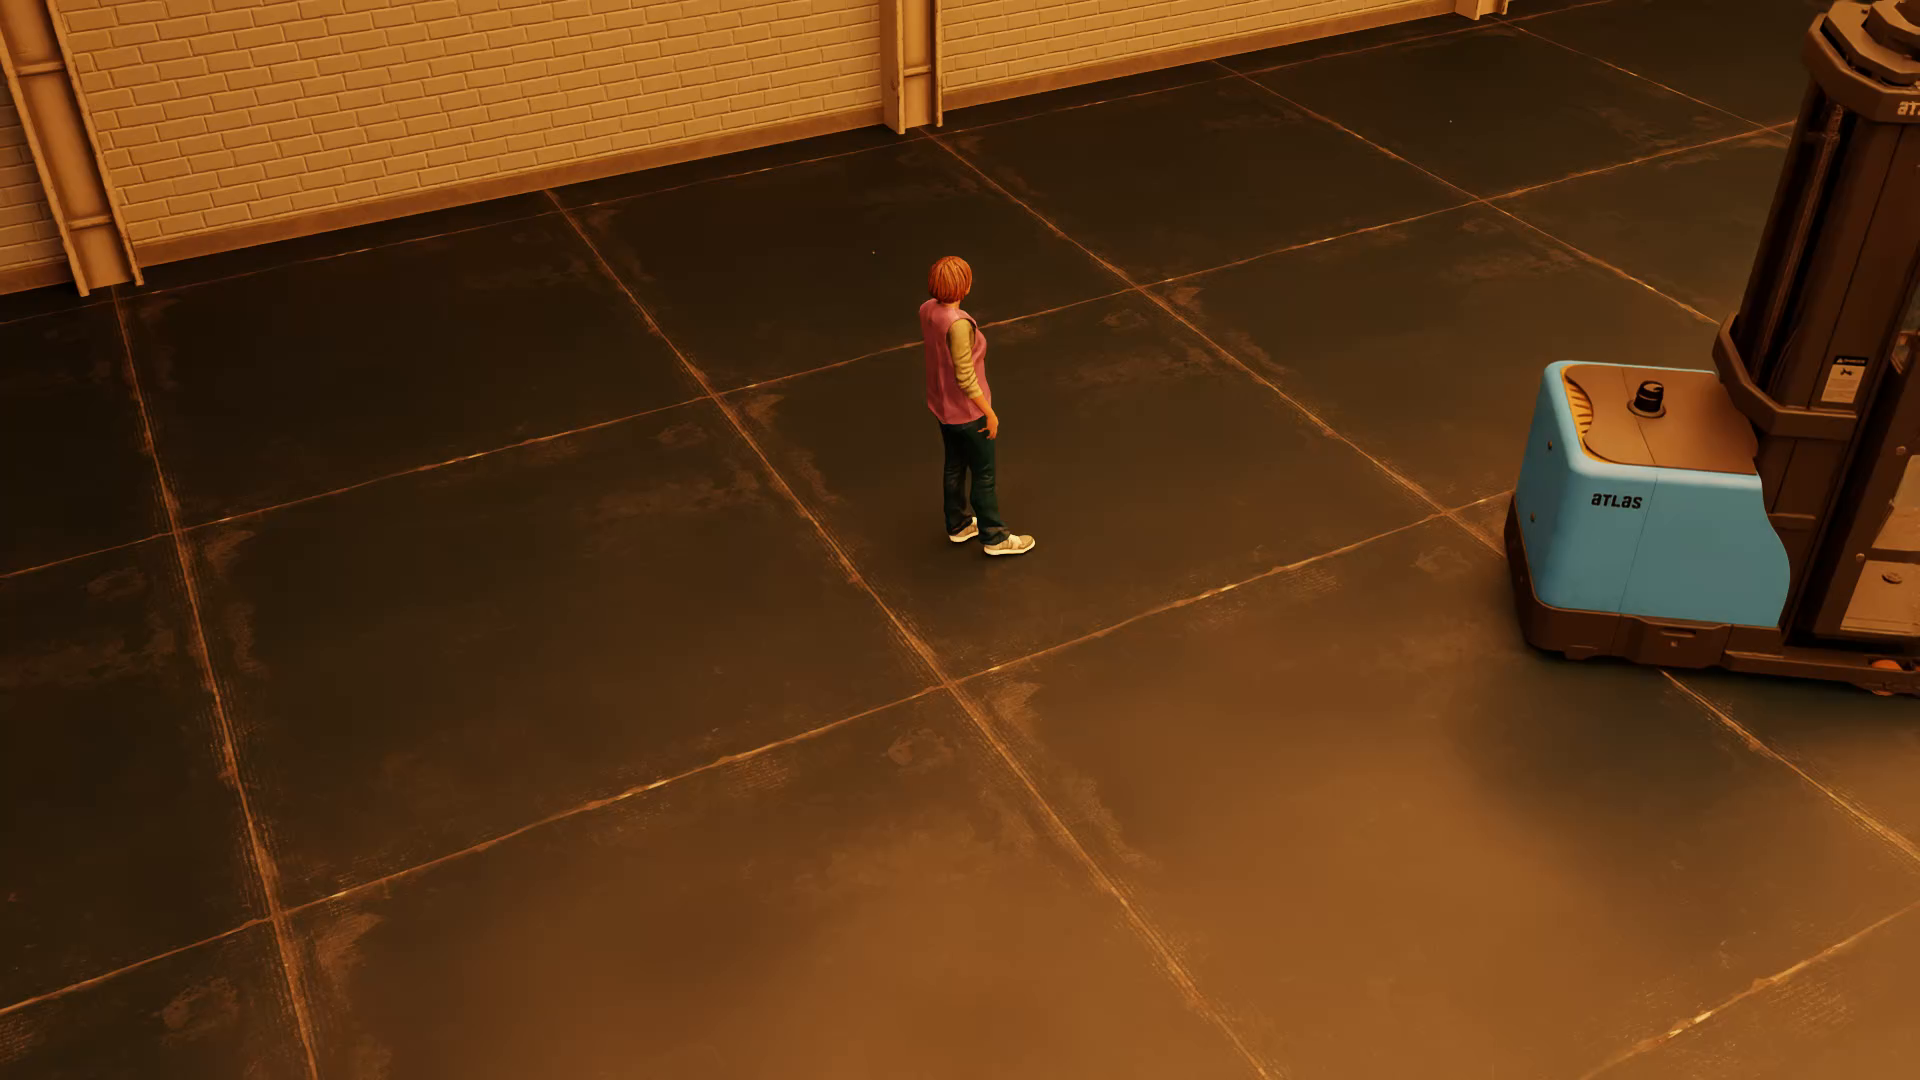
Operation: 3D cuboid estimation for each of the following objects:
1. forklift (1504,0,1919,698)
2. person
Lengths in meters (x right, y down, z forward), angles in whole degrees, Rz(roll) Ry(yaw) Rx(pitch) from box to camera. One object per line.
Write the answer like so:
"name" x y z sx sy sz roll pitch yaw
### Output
"forklift" 4.237 -0.794 7.247 3.031 2.935 1.130 5 36 7
"person" 0.072 -0.671 8.215 0.476 1.597 0.520 -17 39 -23
